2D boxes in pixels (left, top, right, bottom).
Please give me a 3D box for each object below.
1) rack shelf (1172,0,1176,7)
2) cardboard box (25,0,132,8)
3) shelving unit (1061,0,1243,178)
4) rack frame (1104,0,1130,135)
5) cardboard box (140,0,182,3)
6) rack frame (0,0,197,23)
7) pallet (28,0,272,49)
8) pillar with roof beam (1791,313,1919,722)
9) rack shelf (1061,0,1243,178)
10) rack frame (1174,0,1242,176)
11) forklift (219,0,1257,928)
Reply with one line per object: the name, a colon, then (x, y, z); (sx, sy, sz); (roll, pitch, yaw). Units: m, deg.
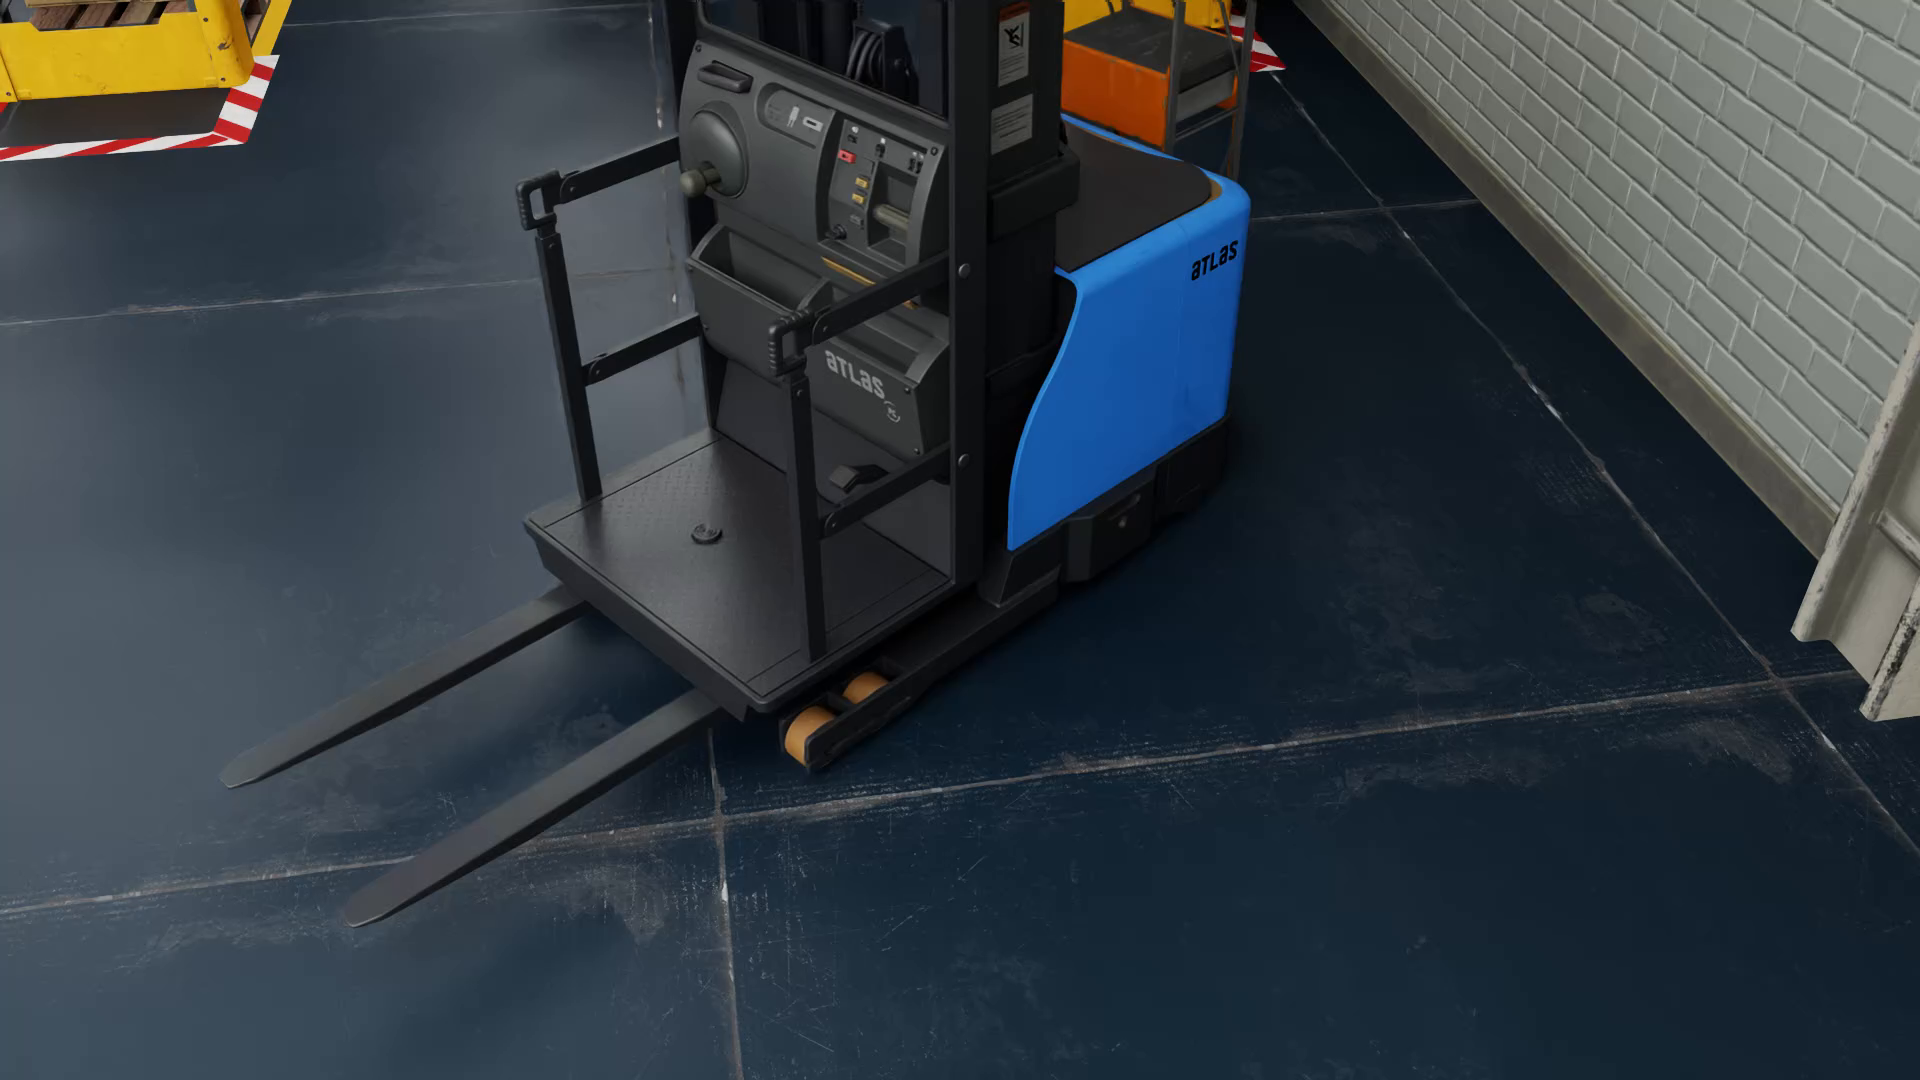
rack shelf: (0.595, -1.947, 4.926); (0.480, 0.518, 0.431); (31, 47, 33)
cardboard box: (-4.479, -2.942, 8.491); (0.500, 0.250, 0.500); (-6, 38, -8)
shelving unit: (0.593, -1.406, 5.348); (0.499, 2.100, 0.431); (31, 47, 33)
rack frame: (0.420, -1.509, 5.481); (0.015, 2.100, 0.400); (31, 47, 33)
cardboard box: (-3.937, -2.985, 8.547); (0.500, 0.250, 0.500); (-7, 38, -8)
rack frame: (-4.068, -3.388, 7.166); (1.000, 3.000, 0.127); (-6, 38, -8)
pallet: (-4.189, -2.828, 8.718); (1.003, 0.211, 1.213); (-6, 38, -8)
pillar with roof beam: (-1.603, -2.724, 1.421); (9.100, 9.000, 0.400); (-6, 38, -8)
rack shelf: (0.595, -1.394, 5.355); (0.480, 0.518, 0.431); (31, 47, 33)
rack frame: (0.770, -1.301, 5.213); (0.006, 1.831, 0.380); (31, 47, 33)
forklift: (-0.380, -1.000, 4.149); (3.474, 2.935, 1.130); (-31, 48, -34)
